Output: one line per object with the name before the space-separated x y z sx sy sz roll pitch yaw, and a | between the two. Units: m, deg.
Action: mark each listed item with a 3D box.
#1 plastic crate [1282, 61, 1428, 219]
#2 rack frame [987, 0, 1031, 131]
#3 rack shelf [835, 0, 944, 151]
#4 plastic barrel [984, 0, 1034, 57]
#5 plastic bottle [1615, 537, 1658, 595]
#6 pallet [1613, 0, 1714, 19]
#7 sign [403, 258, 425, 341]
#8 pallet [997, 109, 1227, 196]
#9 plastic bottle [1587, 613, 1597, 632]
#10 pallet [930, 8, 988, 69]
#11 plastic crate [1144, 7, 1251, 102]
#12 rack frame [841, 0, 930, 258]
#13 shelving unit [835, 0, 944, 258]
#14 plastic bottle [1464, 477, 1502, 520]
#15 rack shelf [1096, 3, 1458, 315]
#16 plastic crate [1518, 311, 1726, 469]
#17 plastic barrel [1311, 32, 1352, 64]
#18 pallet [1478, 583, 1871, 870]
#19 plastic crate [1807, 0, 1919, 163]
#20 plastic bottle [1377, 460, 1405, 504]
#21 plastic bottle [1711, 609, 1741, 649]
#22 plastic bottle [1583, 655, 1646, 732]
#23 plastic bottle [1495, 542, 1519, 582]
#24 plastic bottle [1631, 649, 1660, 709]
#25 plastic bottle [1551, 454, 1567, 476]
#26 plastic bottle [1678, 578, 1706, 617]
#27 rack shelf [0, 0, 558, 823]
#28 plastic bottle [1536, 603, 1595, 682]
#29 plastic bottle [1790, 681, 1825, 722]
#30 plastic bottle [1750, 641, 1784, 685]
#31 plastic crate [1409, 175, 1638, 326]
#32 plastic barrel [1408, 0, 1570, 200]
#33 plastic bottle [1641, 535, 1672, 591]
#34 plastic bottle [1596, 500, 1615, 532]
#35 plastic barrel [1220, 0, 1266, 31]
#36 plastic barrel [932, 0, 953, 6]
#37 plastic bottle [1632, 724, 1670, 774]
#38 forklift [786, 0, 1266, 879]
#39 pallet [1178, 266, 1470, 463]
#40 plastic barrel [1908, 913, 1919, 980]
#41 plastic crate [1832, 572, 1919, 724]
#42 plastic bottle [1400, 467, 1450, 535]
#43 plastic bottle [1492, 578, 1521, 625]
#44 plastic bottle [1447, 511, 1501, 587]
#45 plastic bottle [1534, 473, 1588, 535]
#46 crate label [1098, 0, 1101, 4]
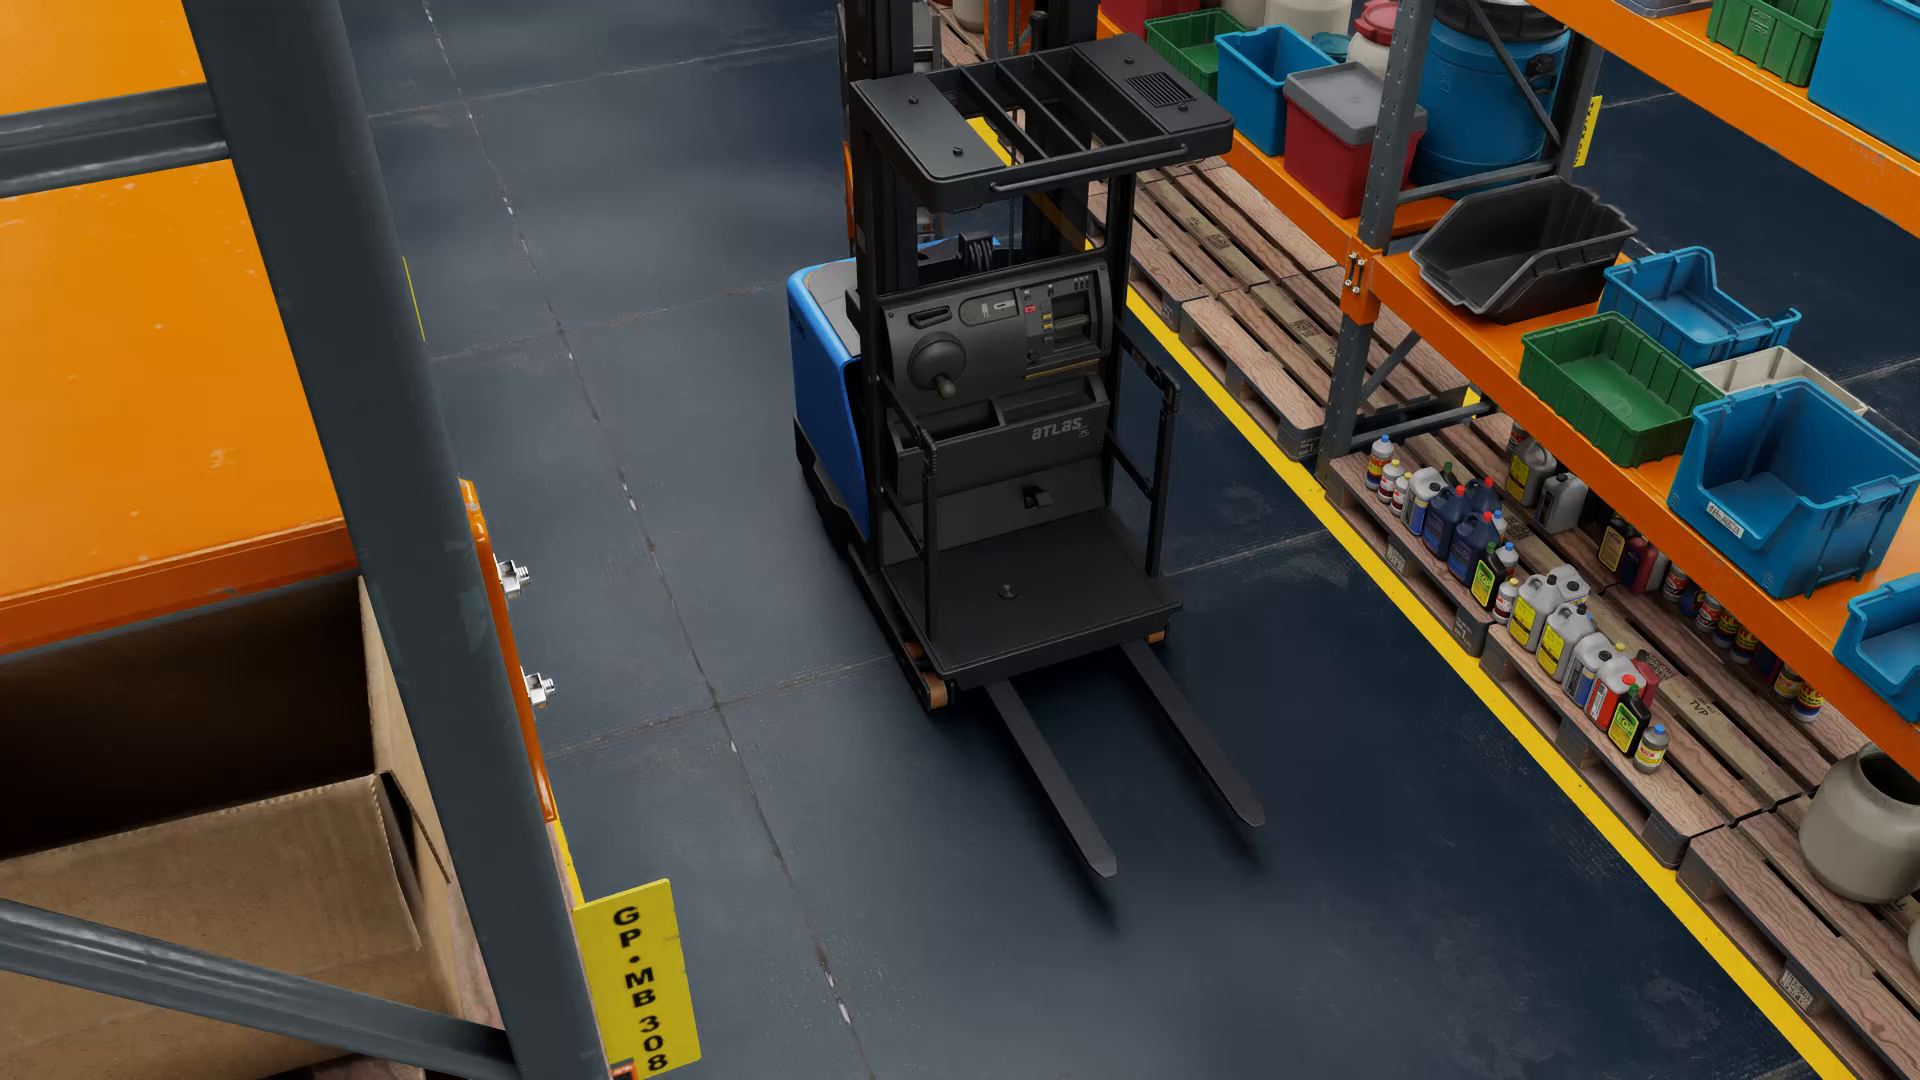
plastic crate | 1.723 -1.769 7.376 0.402 0.464 0.583 -15 43 -17
rack frame | 0.660 -3.939 9.949 1.000 3.000 0.127 -15 43 -17
rack shelf | -0.316 -2.085 7.430 0.431 0.518 0.480 -5 41 -6
plastic barrel | 0.457 -3.566 10.857 0.600 0.830 0.708 -15 43 -17
plastic bottle | 2.861 0.085 7.015 0.061 0.283 0.133 -15 43 -17
pallet | 2.557 -2.185 5.753 1.213 0.211 1.003 -15 43 -17
sign | -1.875 -0.794 5.567 0.100 0.325 0.005 -15 43 -17
pallet | 0.921 -2.406 10.304 1.003 0.211 1.213 -15 43 -17
plastic bottle | 2.517 0.380 6.735 0.097 0.201 0.097 0 41 0
pallet | 0.320 -3.347 11.398 1.003 0.211 1.213 -15 43 -17
plastic crate | 1.263 -2.428 8.354 0.450 0.188 0.662 -15 43 -17
rack frame | -0.350 -1.722 8.061 0.400 2.100 0.015 -5 41 -6
shelving unit | -0.316 -1.565 7.878 0.431 2.100 0.503 -5 41 -6
plastic bottle | 2.249 -0.138 7.223 0.144 0.351 0.185 -15 43 -17
rack shelf | 1.425 -2.462 8.783 1.077 0.370 4.000 -15 43 -17
plastic crate | 2.449 -0.561 6.183 0.450 0.188 0.662 -15 43 -17
plastic barrel | 1.826 -2.313 8.164 0.301 0.262 0.301 0 41 0
pallet | 2.880 0.679 6.718 1.003 0.211 1.213 -15 43 -17
plastic crate | 2.713 -1.325 4.621 0.392 0.384 0.575 -15 43 -17
plastic bottle | 1.946 -0.273 7.494 0.097 0.201 0.097 0 41 0
plastic bottle | 3.146 0.311 6.762 0.097 0.271 0.097 0 41 0
plastic bottle | 2.542 0.590 6.433 0.152 0.276 0.135 -15 43 -17
plastic bottle | 2.279 0.121 6.983 0.097 0.271 0.097 0 41 0
plastic bottle | 2.640 0.560 6.462 0.061 0.283 0.133 -15 43 -17
plastic bottle | 2.703 -0.376 7.500 0.144 0.351 0.185 -16 43 -18
plastic bottle | 3.068 0.189 6.904 0.097 0.271 0.097 0 41 0
rack shelf | -1.622 -0.942 2.720 1.077 0.370 4.000 -15 43 -17
plastic bottle | 2.422 0.379 6.621 0.144 0.351 0.185 -13 42 -15
plastic bottle | 3.315 0.578 6.451 0.097 0.271 0.097 0 41 0
plastic bottle | 3.246 0.432 6.611 0.061 0.283 0.133 -14 43 -16
plastic crate | 2.273 -1.159 6.764 0.767 0.338 0.504 -15 43 -17
plastic barrel | 2.323 -2.028 7.342 0.600 0.901 0.708 -15 43 -17
plastic bottle | 2.959 0.061 7.048 0.152 0.276 0.135 -14 43 -16
plastic bottle | 2.878 -0.147 7.285 0.061 0.283 0.133 -12 42 -14
plastic barrel | 1.581 -2.915 8.653 0.433 0.535 0.433 0 41 0
plastic barrel | 0.025 -4.155 11.727 0.600 0.588 0.708 -15 43 -17
plastic bottle | 2.613 0.777 6.273 0.097 0.201 0.097 0 41 0
forklift | 0.241 -0.732 6.272 1.130 2.935 3.031 -15 43 -17
pallet | 1.854 -0.936 8.595 1.003 0.211 1.213 -15 43 -17
plastic barrel | 3.399 1.287 5.458 0.421 0.512 0.421 0 41 0
plastic crate | 3.010 0.317 5.114 0.499 0.251 0.408 -15 43 -17
plastic bottle | 2.057 -0.175 7.323 0.152 0.276 0.135 -14 43 -15
plastic bottle | 2.275 0.244 6.893 0.097 0.201 0.097 0 41 0
plastic bottle | 2.188 0.011 7.049 0.144 0.351 0.185 -17 43 -19
plastic bottle | 2.649 -0.180 7.329 0.152 0.276 0.135 -15 43 -17
crate label | 0.790 -3.287 9.163 0.502 0.435 0.616 -15 43 -17
